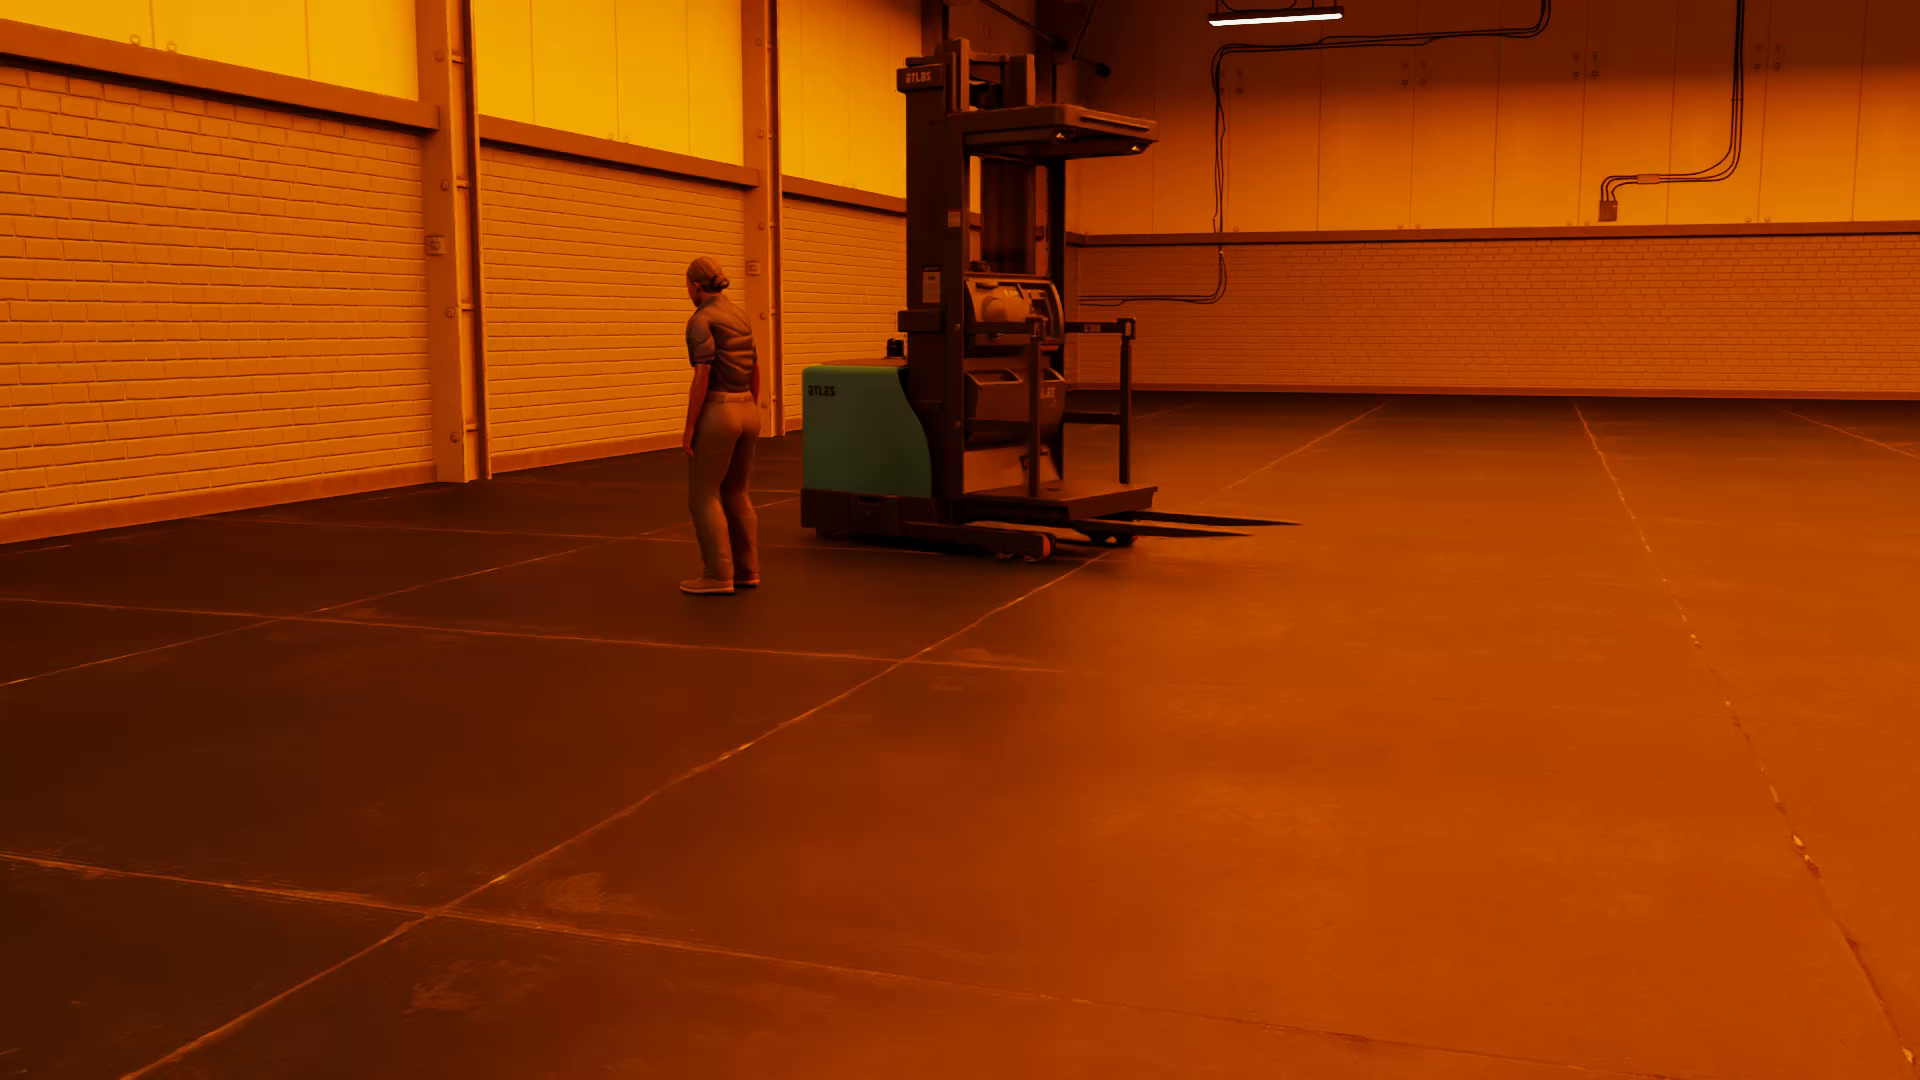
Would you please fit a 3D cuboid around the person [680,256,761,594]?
[{"bbox_3d":[-1.196,-0.555,8.240,0.363,1.626,0.522,4,8,29],"label":"person"}]

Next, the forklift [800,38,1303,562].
[{"bbox_3d":[0.494,-1.407,9.730,3.031,2.935,1.130,5,9,36],"label":"forklift"}]
